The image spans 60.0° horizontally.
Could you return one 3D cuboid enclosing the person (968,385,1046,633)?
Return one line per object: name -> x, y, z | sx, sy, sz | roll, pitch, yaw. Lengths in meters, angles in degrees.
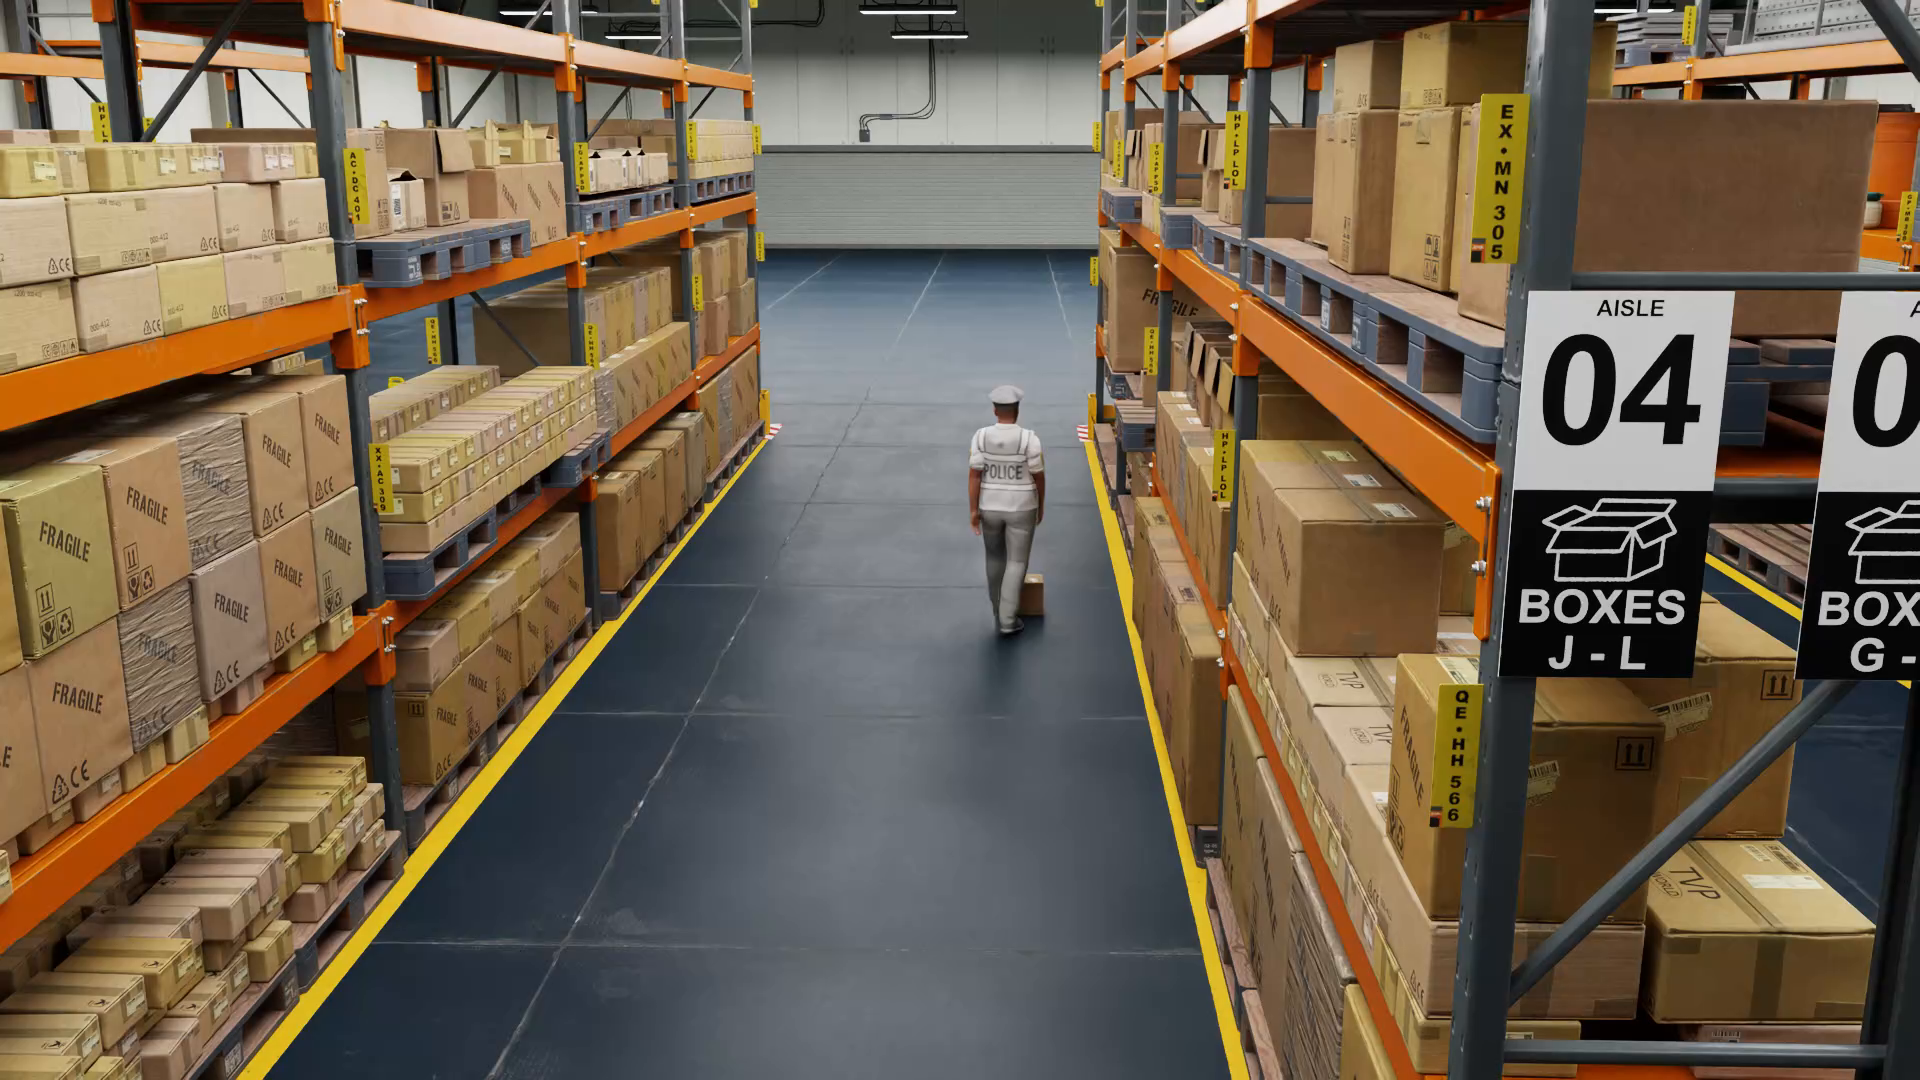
person -> 0.377, -0.247, 11.977 | 0.537, 1.754, 0.776 | 5, 15, 21
